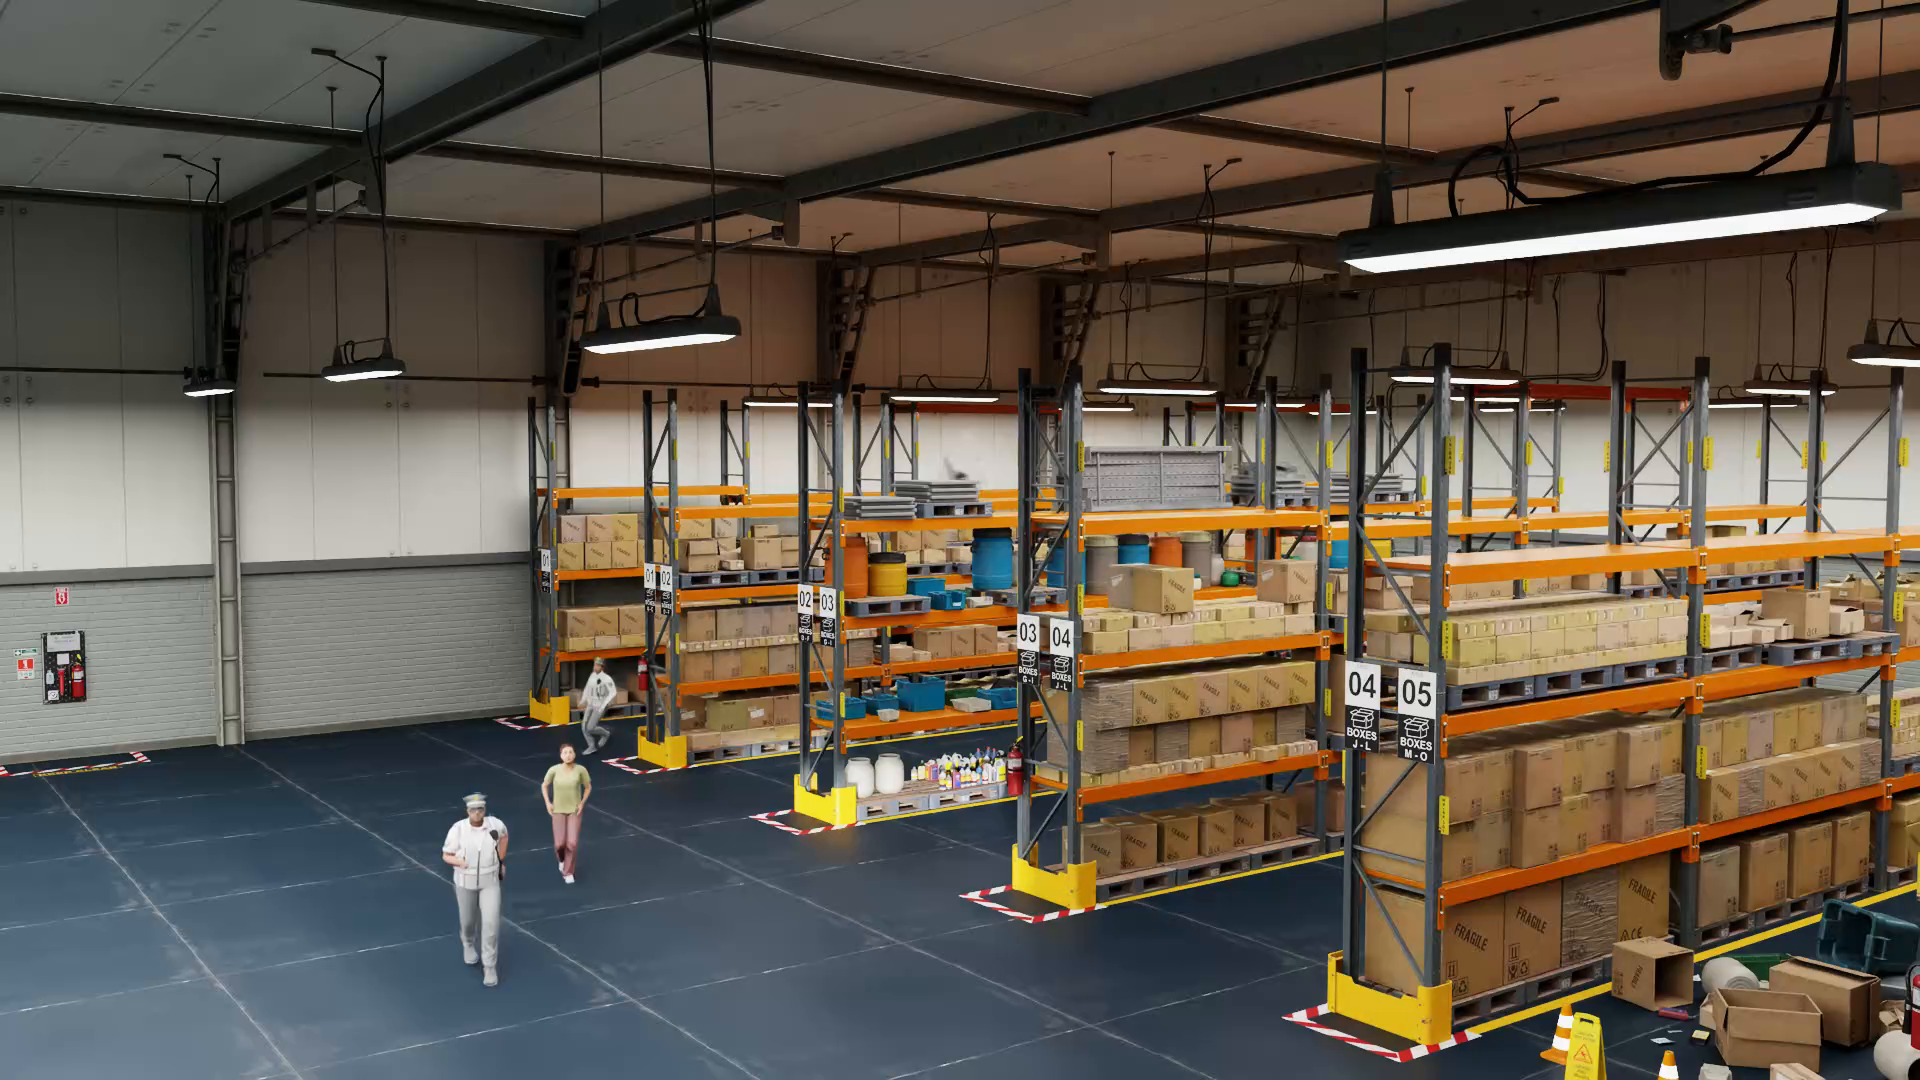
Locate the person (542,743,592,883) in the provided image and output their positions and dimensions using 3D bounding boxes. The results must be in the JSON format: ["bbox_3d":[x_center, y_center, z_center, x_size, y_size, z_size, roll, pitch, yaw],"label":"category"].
[{"bbox_3d":[-4.621,3.196,19.565,0.575,1.632,0.535,-1,3,-13],"label":"person"}]

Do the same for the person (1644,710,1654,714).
[{"bbox_3d":[9.323,3.068,22.500,0.549,1.560,0.537,-3,5,-44],"label":"person"}]

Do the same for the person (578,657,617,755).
[{"bbox_3d":[-5.981,2.741,27.502,0.662,1.649,0.507,2,4,36],"label":"person"}]

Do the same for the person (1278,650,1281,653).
[{"bbox_3d":[5.807,2.487,31.645,0.544,1.610,0.550,-3,5,-43],"label":"person"}]

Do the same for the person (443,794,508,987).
[{"bbox_3d":[-4.682,3.319,16.112,0.621,1.798,0.937,-1,4,-18],"label":"person"}]
